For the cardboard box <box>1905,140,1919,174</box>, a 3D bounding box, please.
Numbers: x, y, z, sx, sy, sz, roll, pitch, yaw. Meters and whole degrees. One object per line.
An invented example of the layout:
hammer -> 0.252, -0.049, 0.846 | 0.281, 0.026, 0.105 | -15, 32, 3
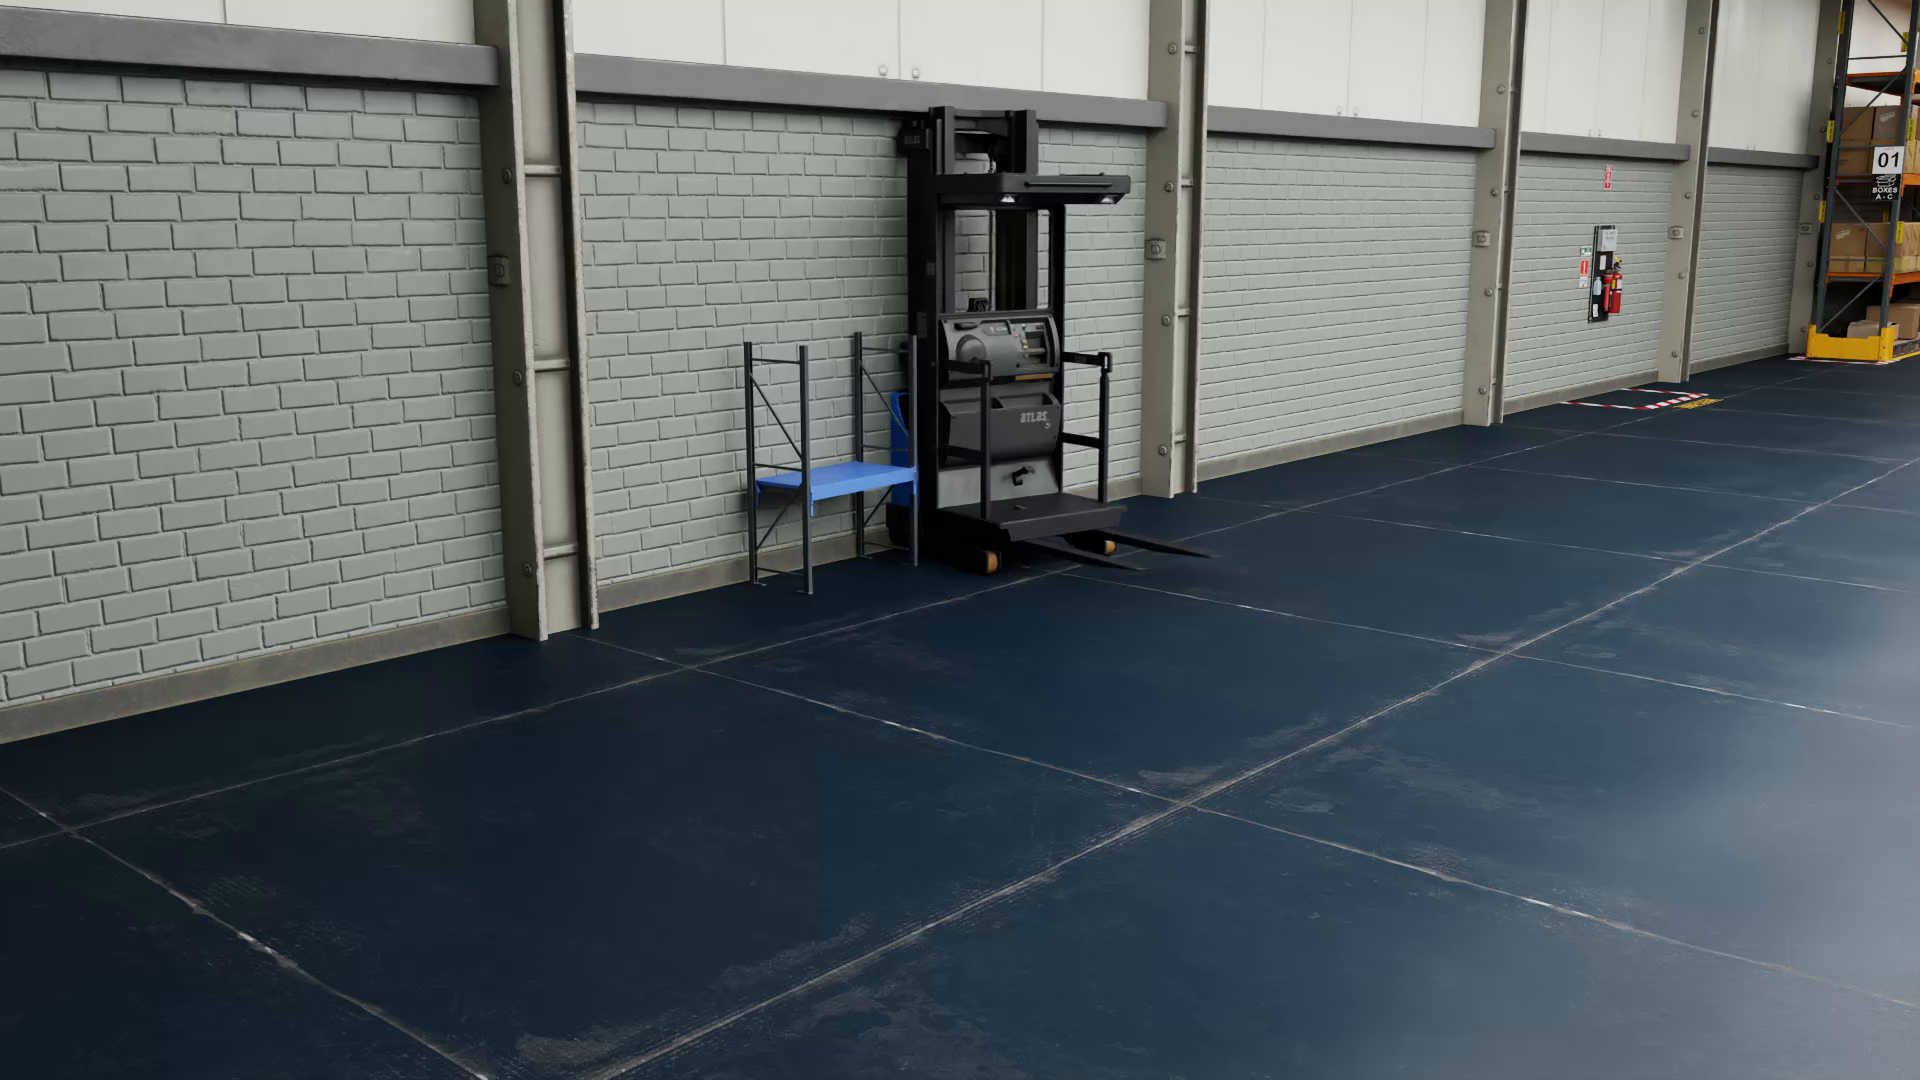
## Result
cardboard box -> 14.565, -5.912, 25.687 | 0.500, 0.500, 0.500 | -11, 16, -44

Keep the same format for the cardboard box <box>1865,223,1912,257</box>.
cardboard box -> 14.316, -4.626, 25.632 | 0.500, 0.500, 0.500 | 10, 15, 40

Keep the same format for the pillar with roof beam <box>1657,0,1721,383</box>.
pillar with roof beam -> 12.861, -6.008, 18.817 | 9.100, 9.000, 0.400 | 10, 15, 40

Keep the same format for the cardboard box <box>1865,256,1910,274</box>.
cardboard box -> 14.336, -4.258, 25.702 | 0.500, 0.250, 0.500 | 9, 15, 39

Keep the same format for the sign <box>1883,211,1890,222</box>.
sign -> 15.997, -5.518, 28.725 | 0.100, 0.325, 0.005 | 10, 15, 40

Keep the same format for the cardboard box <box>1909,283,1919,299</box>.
cardboard box -> 17.177, -4.413, 29.490 | 0.500, 0.250, 0.500 | 9, 15, 39

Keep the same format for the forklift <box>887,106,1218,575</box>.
forklift -> 0.400, -1.323, 10.850 | 1.130, 2.935, 3.031 | -8, 14, -36

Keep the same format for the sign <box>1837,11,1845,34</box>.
sign -> 13.372, -7.843, 25.215 | 0.100, 0.325, 0.005 | 10, 15, 40

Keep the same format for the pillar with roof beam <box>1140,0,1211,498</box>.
pillar with roof beam -> 4.940, -4.243, 9.978 | 9.100, 9.000, 0.400 | 10, 15, 40

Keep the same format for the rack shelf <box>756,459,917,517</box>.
rack shelf -> -0.793, -0.338, 10.495 | 0.538, 0.185, 1.000 | 9, 14, 37

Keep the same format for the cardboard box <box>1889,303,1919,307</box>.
cardboard box -> 15.761, -3.711, 27.894 | 0.500, 0.500, 0.500 | 8, 14, 36

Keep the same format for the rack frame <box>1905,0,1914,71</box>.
rack frame -> 16.416, -7.821, 27.895 | 1.000, 3.000, 0.127 | 10, 15, 40

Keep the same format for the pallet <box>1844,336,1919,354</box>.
pallet -> 15.194, -3.228, 27.335 | 1.003, 0.211, 1.213 | 10, 15, 40

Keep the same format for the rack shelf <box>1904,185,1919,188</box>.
rack shelf -> 17.736, -6.292, 29.732 | 1.077, 0.370, 4.000 | 10, 15, 40

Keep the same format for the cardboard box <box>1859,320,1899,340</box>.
cardboard box -> 14.676, -3.362, 26.627 | 0.500, 0.311, 0.500 | -11, 15, -43

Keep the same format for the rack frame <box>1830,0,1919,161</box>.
rack frame -> 13.775, -7.233, 24.948 | 1.000, 3.000, 0.127 | 10, 15, 40

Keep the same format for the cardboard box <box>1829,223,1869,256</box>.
cardboard box -> 13.927, -4.692, 25.960 | 0.500, 0.500, 0.500 | 10, 15, 40

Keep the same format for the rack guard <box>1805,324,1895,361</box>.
rack guard -> 13.826, -3.076, 25.837 | 1.175, 0.500, 0.348 | 10, 15, 40

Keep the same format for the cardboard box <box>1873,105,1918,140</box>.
cardboard box -> 14.212, -6.336, 25.259 | 0.500, 0.500, 0.500 | 8, 14, 36

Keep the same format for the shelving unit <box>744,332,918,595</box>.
shelving unit -> -0.793, -0.515, 10.460 | 0.538, 1.500, 1.048 | 9, 14, 37

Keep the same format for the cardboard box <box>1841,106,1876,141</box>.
cardboard box -> 13.864, -6.408, 25.619 | 0.500, 0.500, 0.500 | 11, 15, 43

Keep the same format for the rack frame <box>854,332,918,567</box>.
rack frame -> -0.484, -0.594, 10.856 | 0.500, 1.500, 0.032 | 9, 14, 37

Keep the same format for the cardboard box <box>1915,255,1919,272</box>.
cardboard box -> 15.009, -4.410, 26.466 | 0.500, 0.250, 0.500 | 9, 15, 39

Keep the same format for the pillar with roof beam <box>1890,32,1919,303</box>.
pillar with roof beam -> 20.782, -7.774, 27.657 | 9.100, 9.000, 0.400 | 10, 15, 40

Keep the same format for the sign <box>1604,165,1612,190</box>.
sign -> 7.887, -4.413, 20.227 | 0.001, 0.298, 0.199 | 10, 15, 40

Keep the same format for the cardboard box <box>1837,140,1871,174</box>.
cardboard box -> 13.861, -5.915, 25.701 | 0.500, 0.500, 0.500 | -11, 16, -43

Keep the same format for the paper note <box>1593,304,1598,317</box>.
paper note -> 7.798, -2.815, 20.396 | 0.016, 0.148, 0.142 | 10, 15, 40

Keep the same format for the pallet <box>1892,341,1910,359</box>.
pallet -> 14.388, -3.050, 26.440 | 1.003, 0.211, 1.213 | 10, 15, 40

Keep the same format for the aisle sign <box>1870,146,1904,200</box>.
aisle sign -> 13.953, -5.516, 25.034 | 0.394, 0.787, 0.004 | 10, 15, 40

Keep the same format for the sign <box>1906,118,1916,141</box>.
sign -> 14.183, -6.120, 24.805 | 0.100, 0.325, 0.005 | 10, 15, 40

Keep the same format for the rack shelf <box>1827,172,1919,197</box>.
rack shelf -> 15.096, -5.703, 26.786 | 1.077, 0.370, 4.000 | 10, 15, 40

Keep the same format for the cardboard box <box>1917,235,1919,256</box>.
cardboard box -> 14.996, -4.773, 26.366 | 0.500, 0.500, 0.500 | 9, 14, 39

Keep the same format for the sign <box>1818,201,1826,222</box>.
sign -> 13.372, -5.088, 25.765 | 0.100, 0.325, 0.005 | 10, 15, 40
